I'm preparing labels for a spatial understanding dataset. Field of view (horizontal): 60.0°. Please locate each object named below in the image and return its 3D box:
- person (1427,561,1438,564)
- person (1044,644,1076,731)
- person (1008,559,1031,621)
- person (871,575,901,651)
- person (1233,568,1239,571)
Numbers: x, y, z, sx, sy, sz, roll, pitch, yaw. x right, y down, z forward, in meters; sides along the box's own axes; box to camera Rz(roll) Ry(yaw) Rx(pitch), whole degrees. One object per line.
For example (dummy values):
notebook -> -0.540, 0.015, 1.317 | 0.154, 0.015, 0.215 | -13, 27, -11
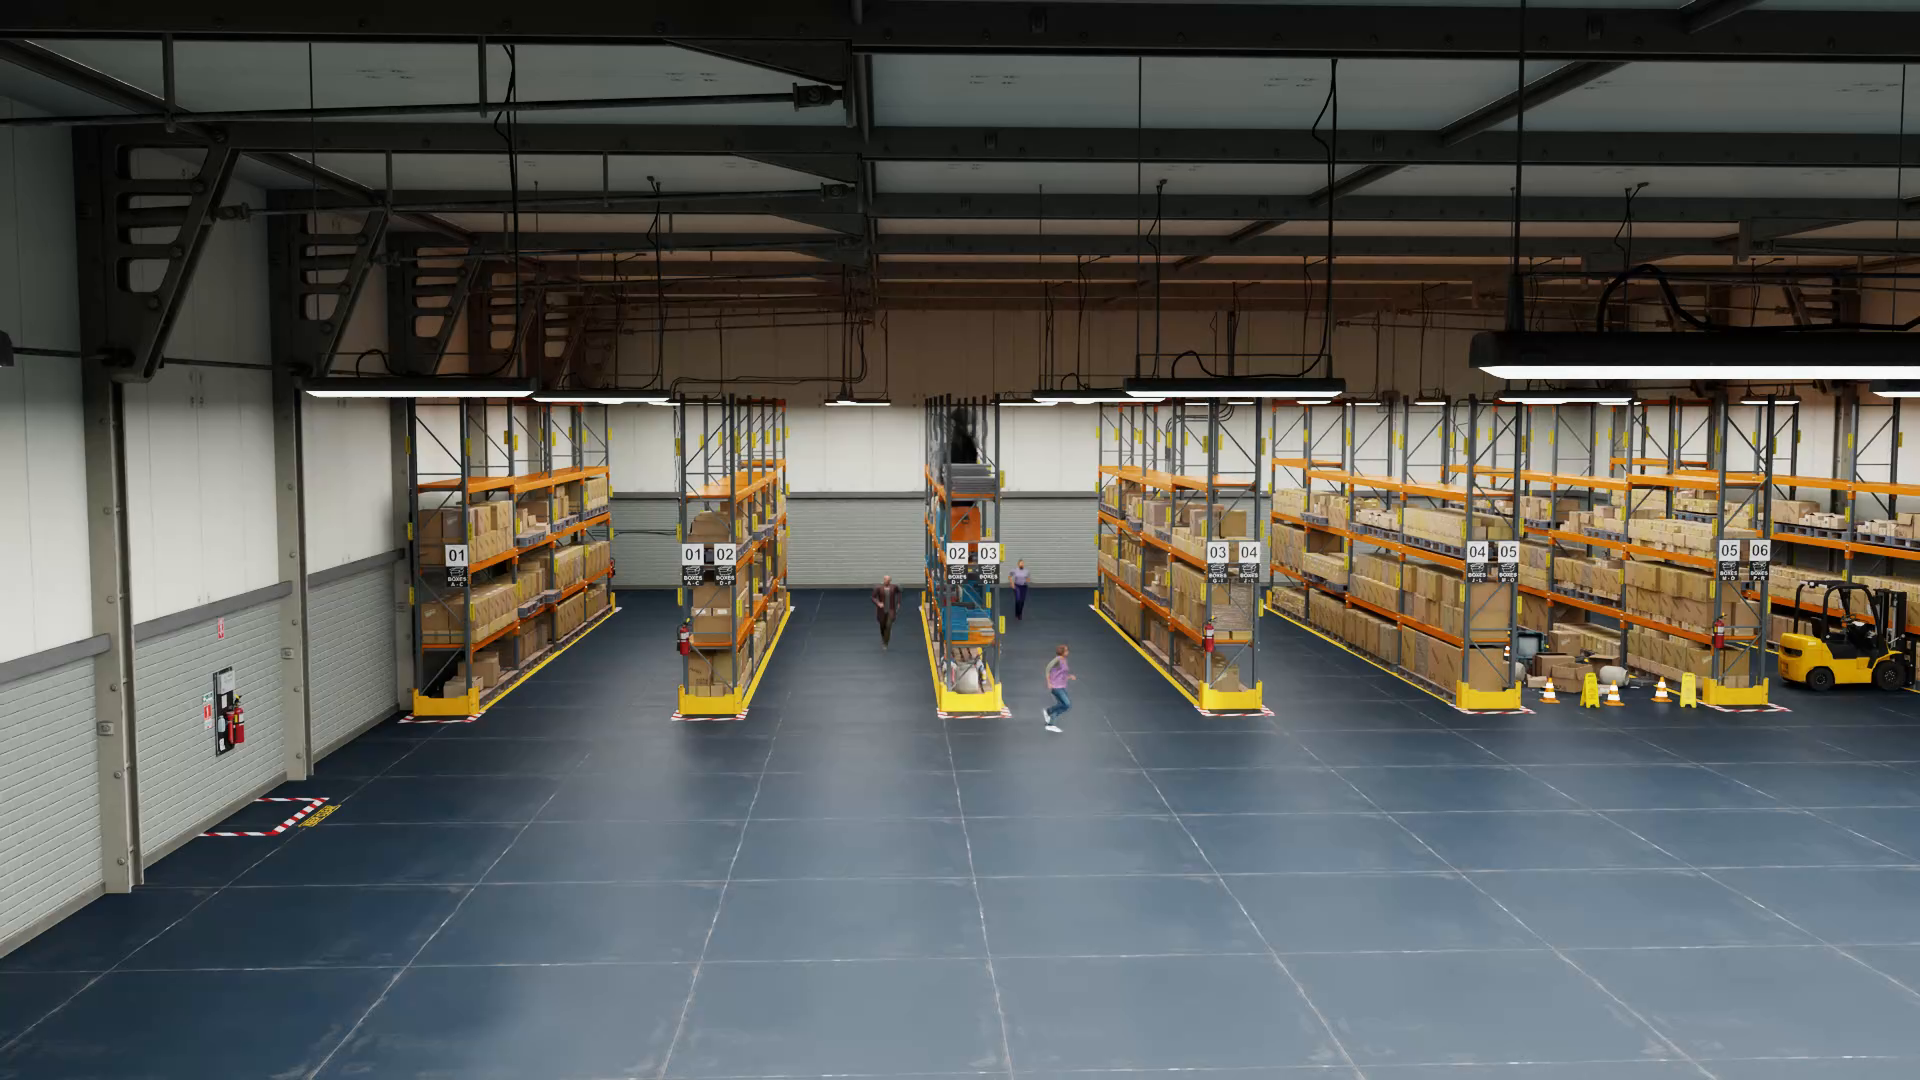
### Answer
person -> 14.304, 0.932, 49.561 | 0.863, 1.771, 0.657 | -1, 5, -14
person -> 1.778, 2.624, 29.465 | 0.561, 1.551, 0.530 | 2, 5, 24
person -> 1.636, 1.373, 44.986 | 0.580, 1.680, 0.711 | -1, 5, -16
person -> -1.765, 1.708, 39.697 | 0.734, 1.773, 1.071 | 0, 5, -5
person -> 7.680, 1.201, 46.434 | 0.665, 1.736, 0.608 | 0, 5, 0
